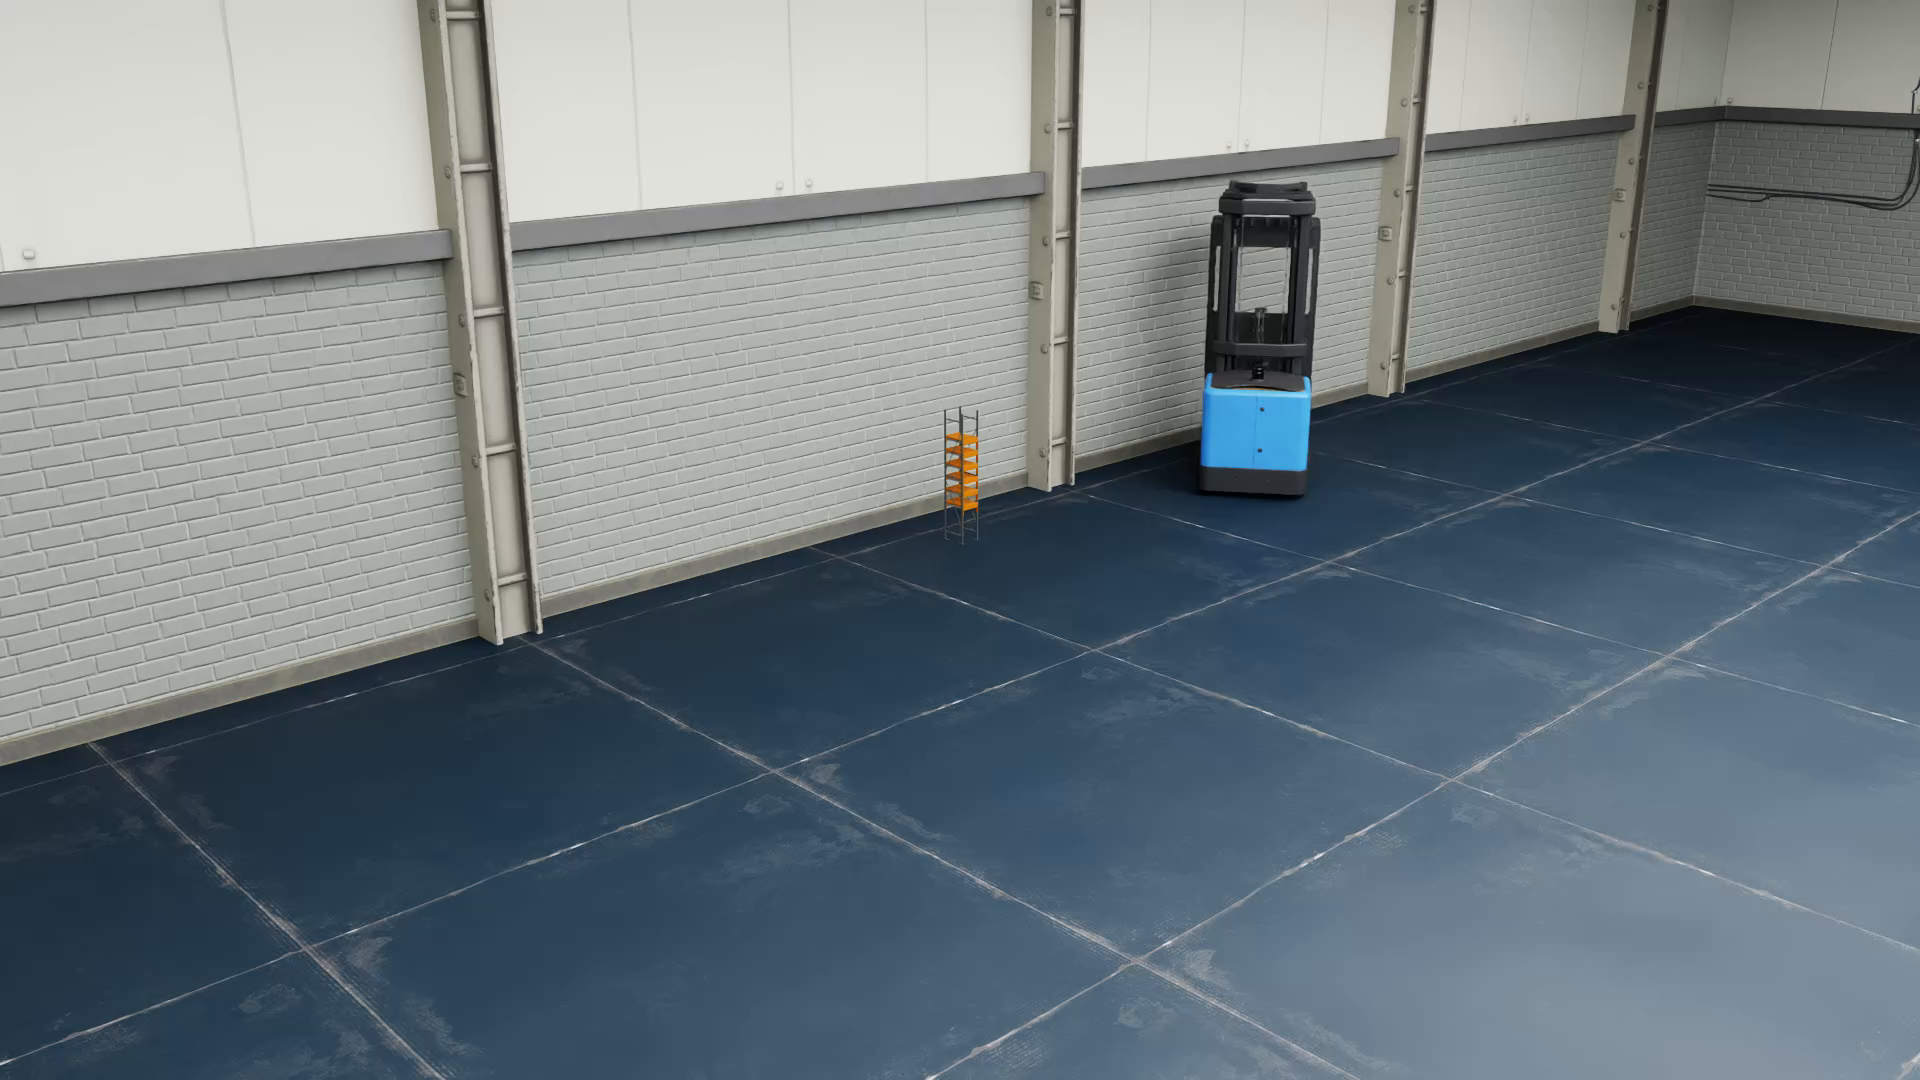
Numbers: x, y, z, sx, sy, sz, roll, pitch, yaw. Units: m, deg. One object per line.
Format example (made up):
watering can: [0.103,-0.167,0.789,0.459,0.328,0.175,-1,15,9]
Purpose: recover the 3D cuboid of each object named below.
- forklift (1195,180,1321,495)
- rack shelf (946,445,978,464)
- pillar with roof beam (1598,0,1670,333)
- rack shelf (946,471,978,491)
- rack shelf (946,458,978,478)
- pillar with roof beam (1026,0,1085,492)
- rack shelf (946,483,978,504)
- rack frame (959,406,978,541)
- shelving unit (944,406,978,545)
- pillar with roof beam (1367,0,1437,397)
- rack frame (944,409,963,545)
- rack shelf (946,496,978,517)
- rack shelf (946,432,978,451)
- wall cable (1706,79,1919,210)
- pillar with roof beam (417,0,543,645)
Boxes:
forklift: [3.096,-2.243,17.151,1.130,2.935,3.031,3,18,9]
rack shelf: [0.011,-0.760,14.749,0.180,0.103,0.258,-16,24,-41]
pillar with roof beam: [12.584,-6.413,20.172,0.400,9.000,9.100,-16,24,-41]
rack shelf: [0.011,-0.532,14.823,0.180,0.103,0.258,-16,24,-41]
rack shelf: [0.011,-0.646,14.786,0.180,0.103,0.258,-16,24,-41]
pillar with roof beam: [3.864,-3.870,12.330,0.400,9.000,9.100,-16,24,-41]
rack shelf: [0.011,-0.417,14.860,0.180,0.103,0.258,-16,24,-41]
rack frame: [0.077,-0.593,14.869,0.006,1.200,0.240,-16,24,-41]
shelving unit: [0.011,-0.574,14.809,0.189,1.200,0.258,-16,24,-41]
pillar with roof beam: [8.224,-5.141,16.251,0.400,9.000,9.100,-16,24,-41]
rack frame: [-0.056,-0.554,14.749,0.006,1.200,0.240,-16,24,-41]
rack shelf: [0.011,-0.303,14.897,0.180,0.103,0.258,-16,24,-41]
rack shelf: [0.011,-0.874,14.712,0.180,0.103,0.258,-16,24,-41]
wall cable: [12.675,-6.228,24.638,0.112,2.526,3.097,-16,24,-41]
pillar with roof beam: [-0.495,-2.598,8.408,0.400,9.000,9.100,-16,24,-41]
